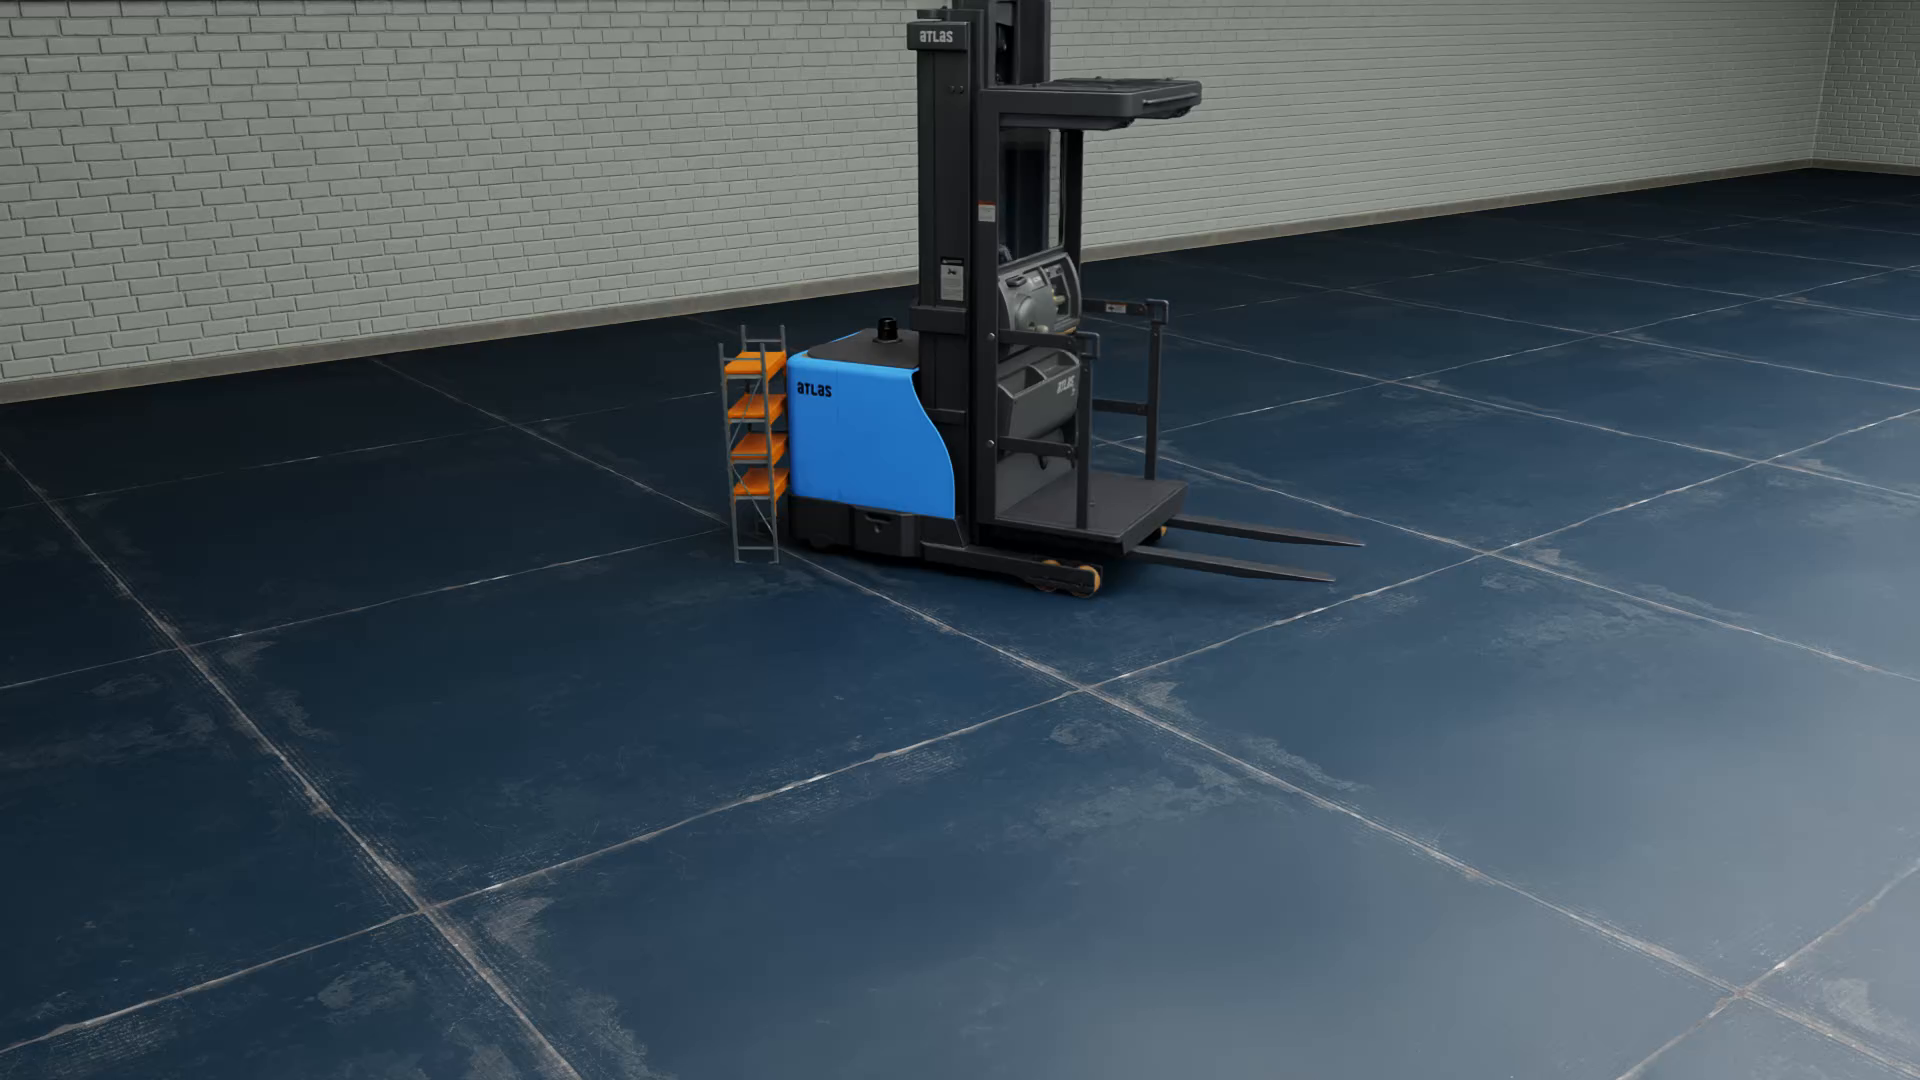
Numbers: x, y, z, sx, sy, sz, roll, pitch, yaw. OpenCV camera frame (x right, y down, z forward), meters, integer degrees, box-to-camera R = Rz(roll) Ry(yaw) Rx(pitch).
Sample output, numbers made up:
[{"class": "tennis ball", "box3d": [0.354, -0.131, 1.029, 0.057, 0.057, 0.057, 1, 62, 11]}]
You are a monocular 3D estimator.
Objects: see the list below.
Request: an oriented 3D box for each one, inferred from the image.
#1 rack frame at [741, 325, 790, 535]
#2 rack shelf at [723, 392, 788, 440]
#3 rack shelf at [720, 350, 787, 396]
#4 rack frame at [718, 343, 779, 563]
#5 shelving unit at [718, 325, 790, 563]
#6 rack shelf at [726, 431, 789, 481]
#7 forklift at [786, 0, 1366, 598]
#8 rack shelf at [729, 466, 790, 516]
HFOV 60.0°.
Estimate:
[{"class": "rack frame", "box3d": [-1.060, -0.600, 9.254, 0.240, 1.200, 0.015, 0, 18, 7]}, {"class": "rack shelf", "box3d": [-1.092, -0.673, 8.975, 0.258, 0.148, 0.480, 0, 18, 7]}, {"class": "rack shelf", "box3d": [-1.099, -0.897, 8.901, 0.258, 0.148, 0.480, 0, 18, 7]}, {"class": "rack frame", "box3d": [-1.115, -0.448, 8.793, 0.240, 1.200, 0.015, 0, 18, 7]}, {"class": "shelving unit", "box3d": [-1.088, -0.524, 9.023, 0.258, 1.200, 0.503, 0, 18, 7]}, {"class": "rack shelf", "box3d": [-1.086, -0.460, 9.044, 0.258, 0.148, 0.480, 0, 18, 7]}, {"class": "forklift", "box3d": [0.602, -1.285, 8.580, 3.031, 2.935, 1.130, 9, 20, 25]}, {"class": "rack shelf", "box3d": [-1.080, -0.271, 9.106, 0.258, 0.148, 0.480, 0, 18, 7]}]
